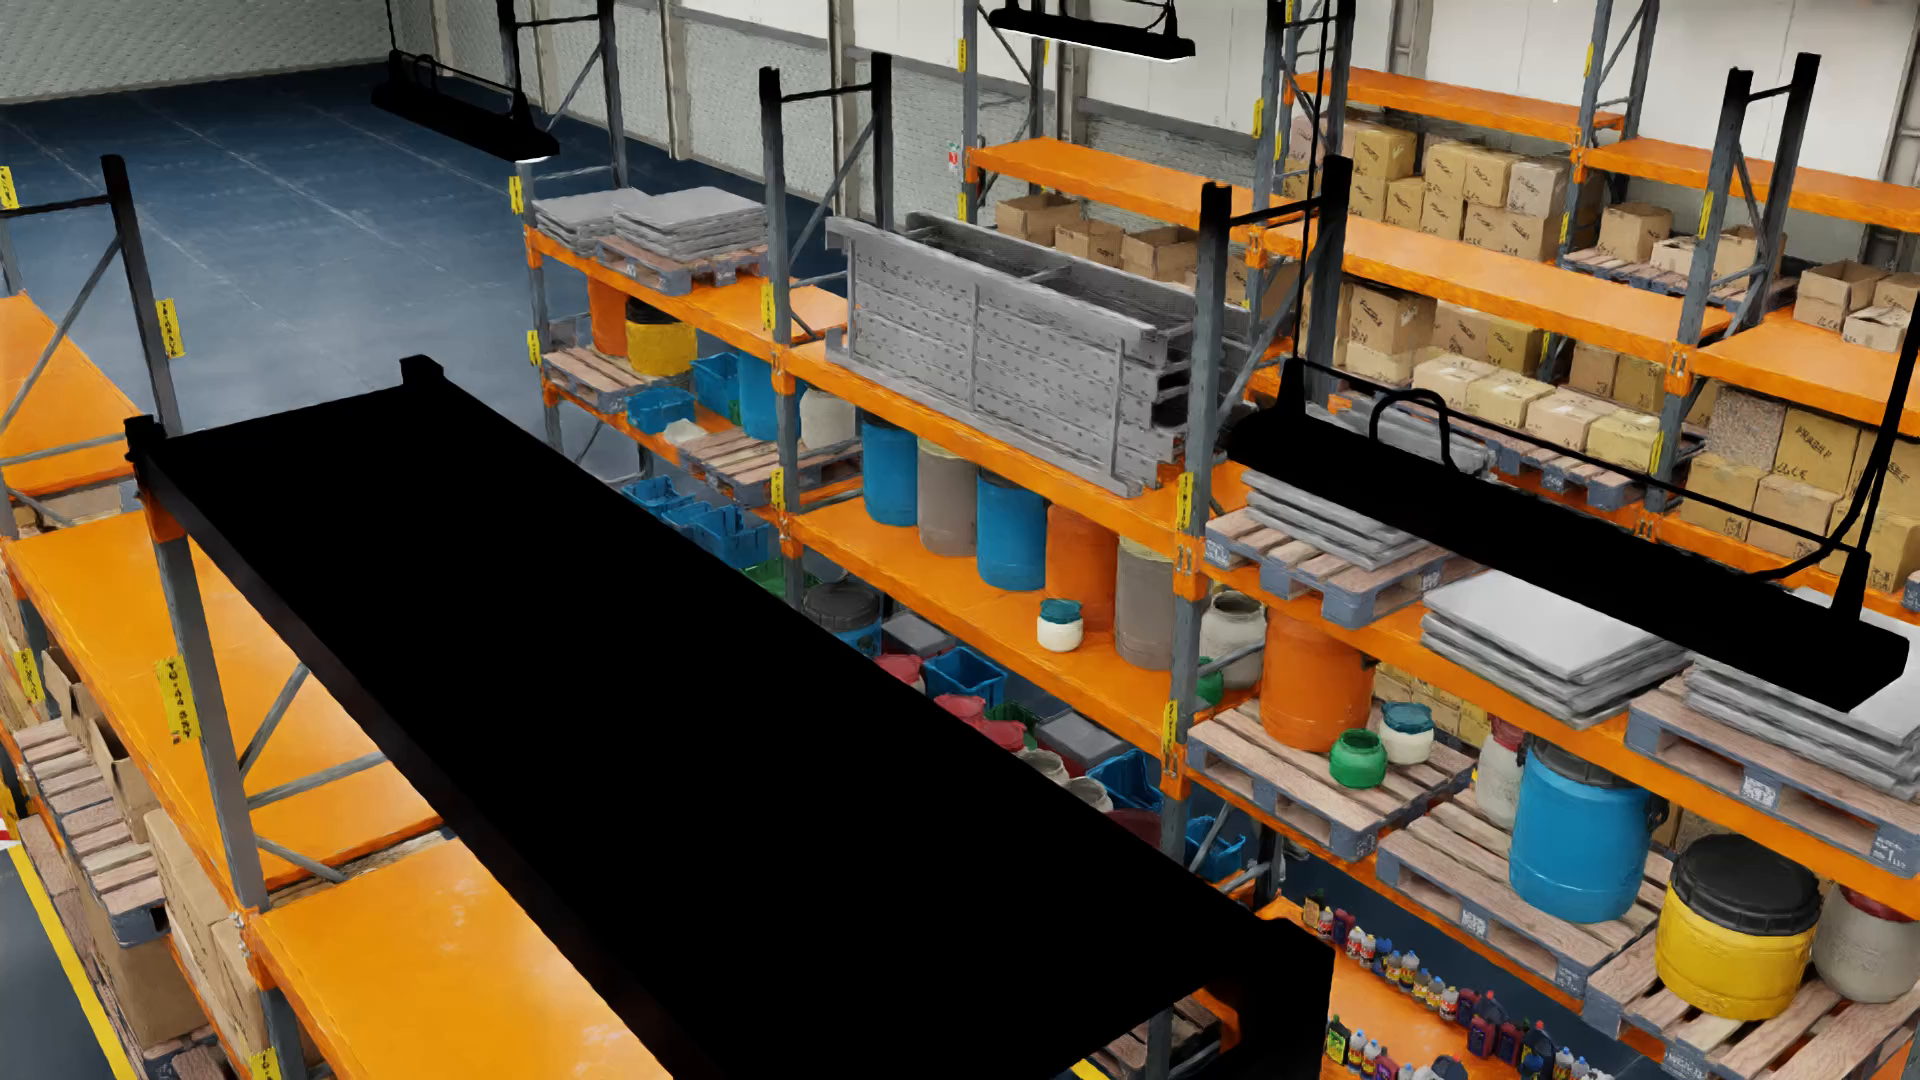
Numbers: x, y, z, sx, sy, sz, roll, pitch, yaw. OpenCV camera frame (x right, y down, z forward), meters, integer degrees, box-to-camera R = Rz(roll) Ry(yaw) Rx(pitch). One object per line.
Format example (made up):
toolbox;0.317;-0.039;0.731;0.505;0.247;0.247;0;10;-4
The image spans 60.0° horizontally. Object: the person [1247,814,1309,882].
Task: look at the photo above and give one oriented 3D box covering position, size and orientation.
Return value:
person;2.416;1.747;12.707;0.683;1.714;0.538;-20;32;-36
